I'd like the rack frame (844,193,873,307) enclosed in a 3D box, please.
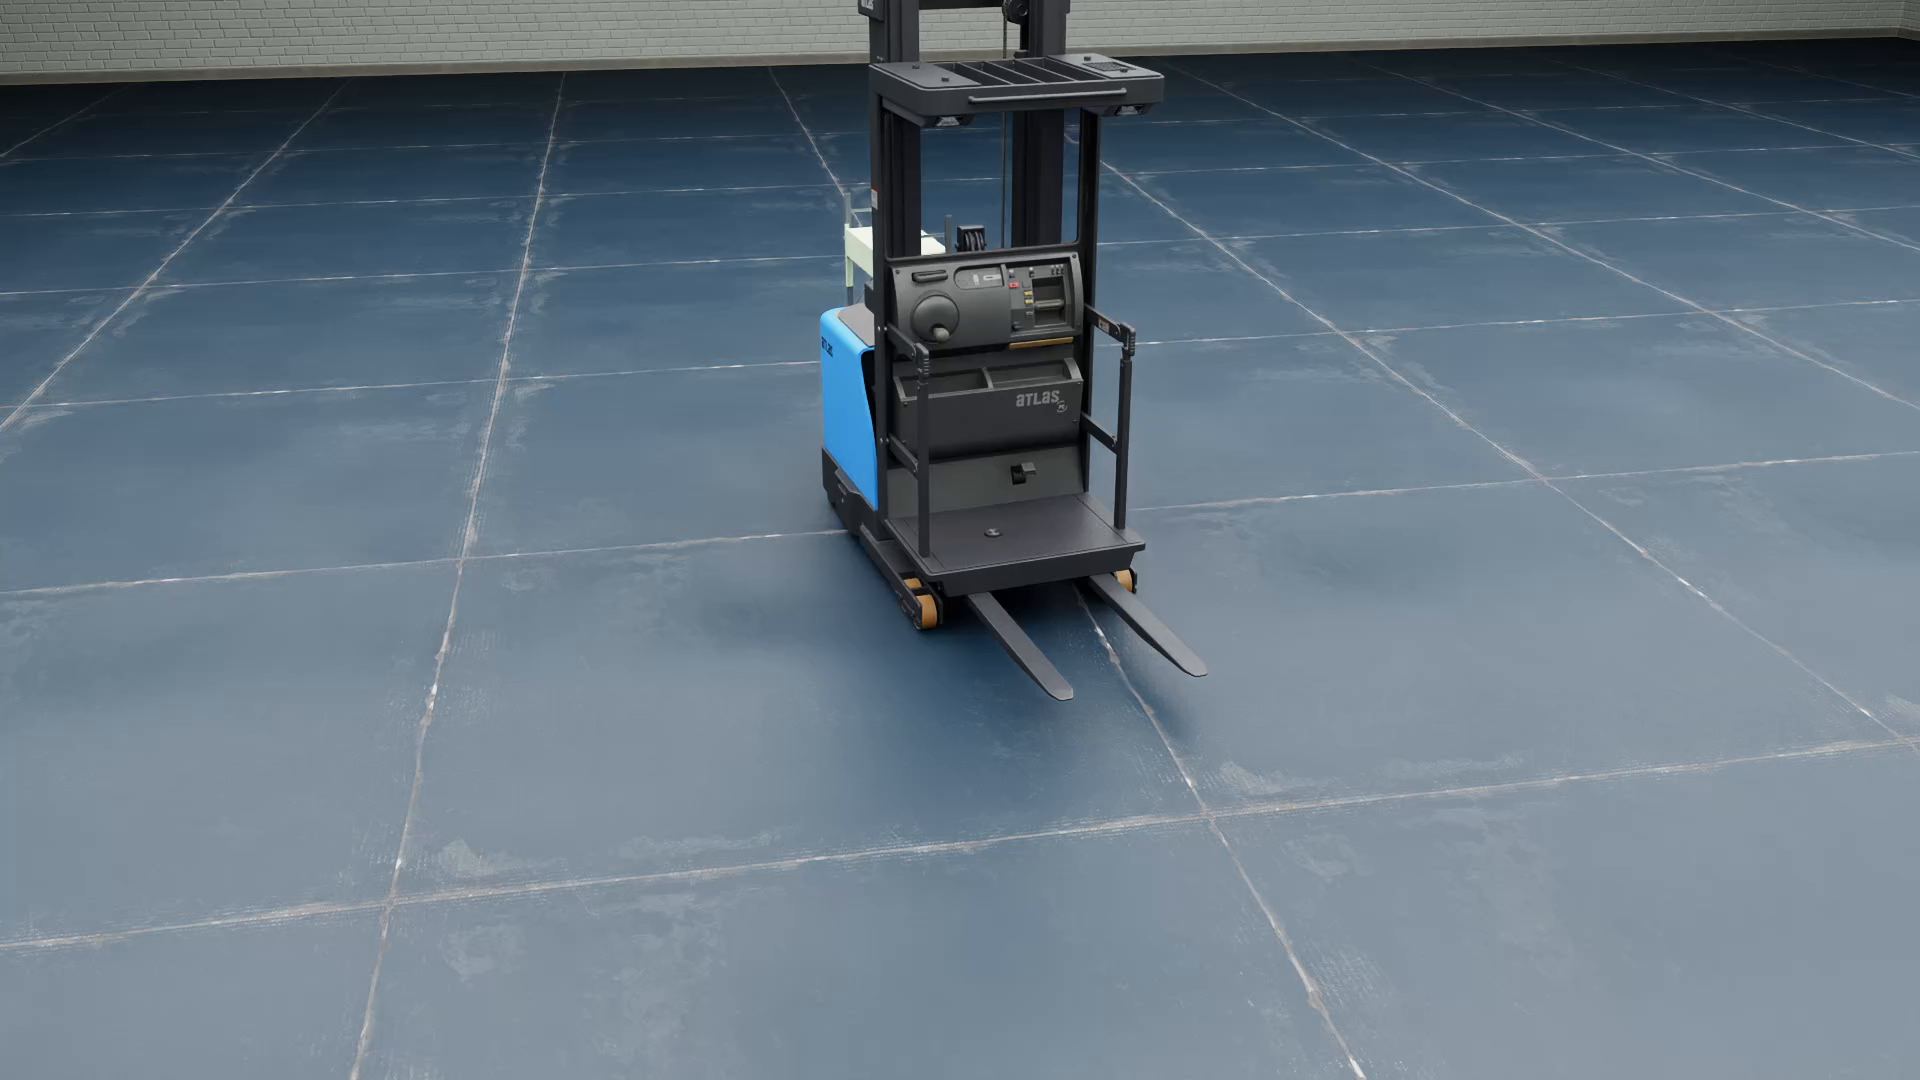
[{"bbox_3d":[-0.477,-1.333,9.927,0.400,1.500,0.023,-8,25,-17],"label":"rack frame"}]

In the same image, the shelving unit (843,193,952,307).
[{"bbox_3d":[-0.357,-1.194,9.610,0.431,1.500,0.755,-8,25,-17],"label":"shelving unit"}]

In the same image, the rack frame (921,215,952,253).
[{"bbox_3d":[-0.237,-1.056,9.293,0.400,1.500,0.023,-8,25,-17],"label":"rack frame"}]

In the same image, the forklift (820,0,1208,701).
[{"bbox_3d":[0.210,-1.107,7.623,1.130,2.935,3.031,-8,25,-18],"label":"forklift"}]

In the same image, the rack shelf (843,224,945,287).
[{"bbox_3d":[-0.357,-1.552,9.454,0.431,0.370,0.720,-8,25,-17],"label":"rack shelf"}]
